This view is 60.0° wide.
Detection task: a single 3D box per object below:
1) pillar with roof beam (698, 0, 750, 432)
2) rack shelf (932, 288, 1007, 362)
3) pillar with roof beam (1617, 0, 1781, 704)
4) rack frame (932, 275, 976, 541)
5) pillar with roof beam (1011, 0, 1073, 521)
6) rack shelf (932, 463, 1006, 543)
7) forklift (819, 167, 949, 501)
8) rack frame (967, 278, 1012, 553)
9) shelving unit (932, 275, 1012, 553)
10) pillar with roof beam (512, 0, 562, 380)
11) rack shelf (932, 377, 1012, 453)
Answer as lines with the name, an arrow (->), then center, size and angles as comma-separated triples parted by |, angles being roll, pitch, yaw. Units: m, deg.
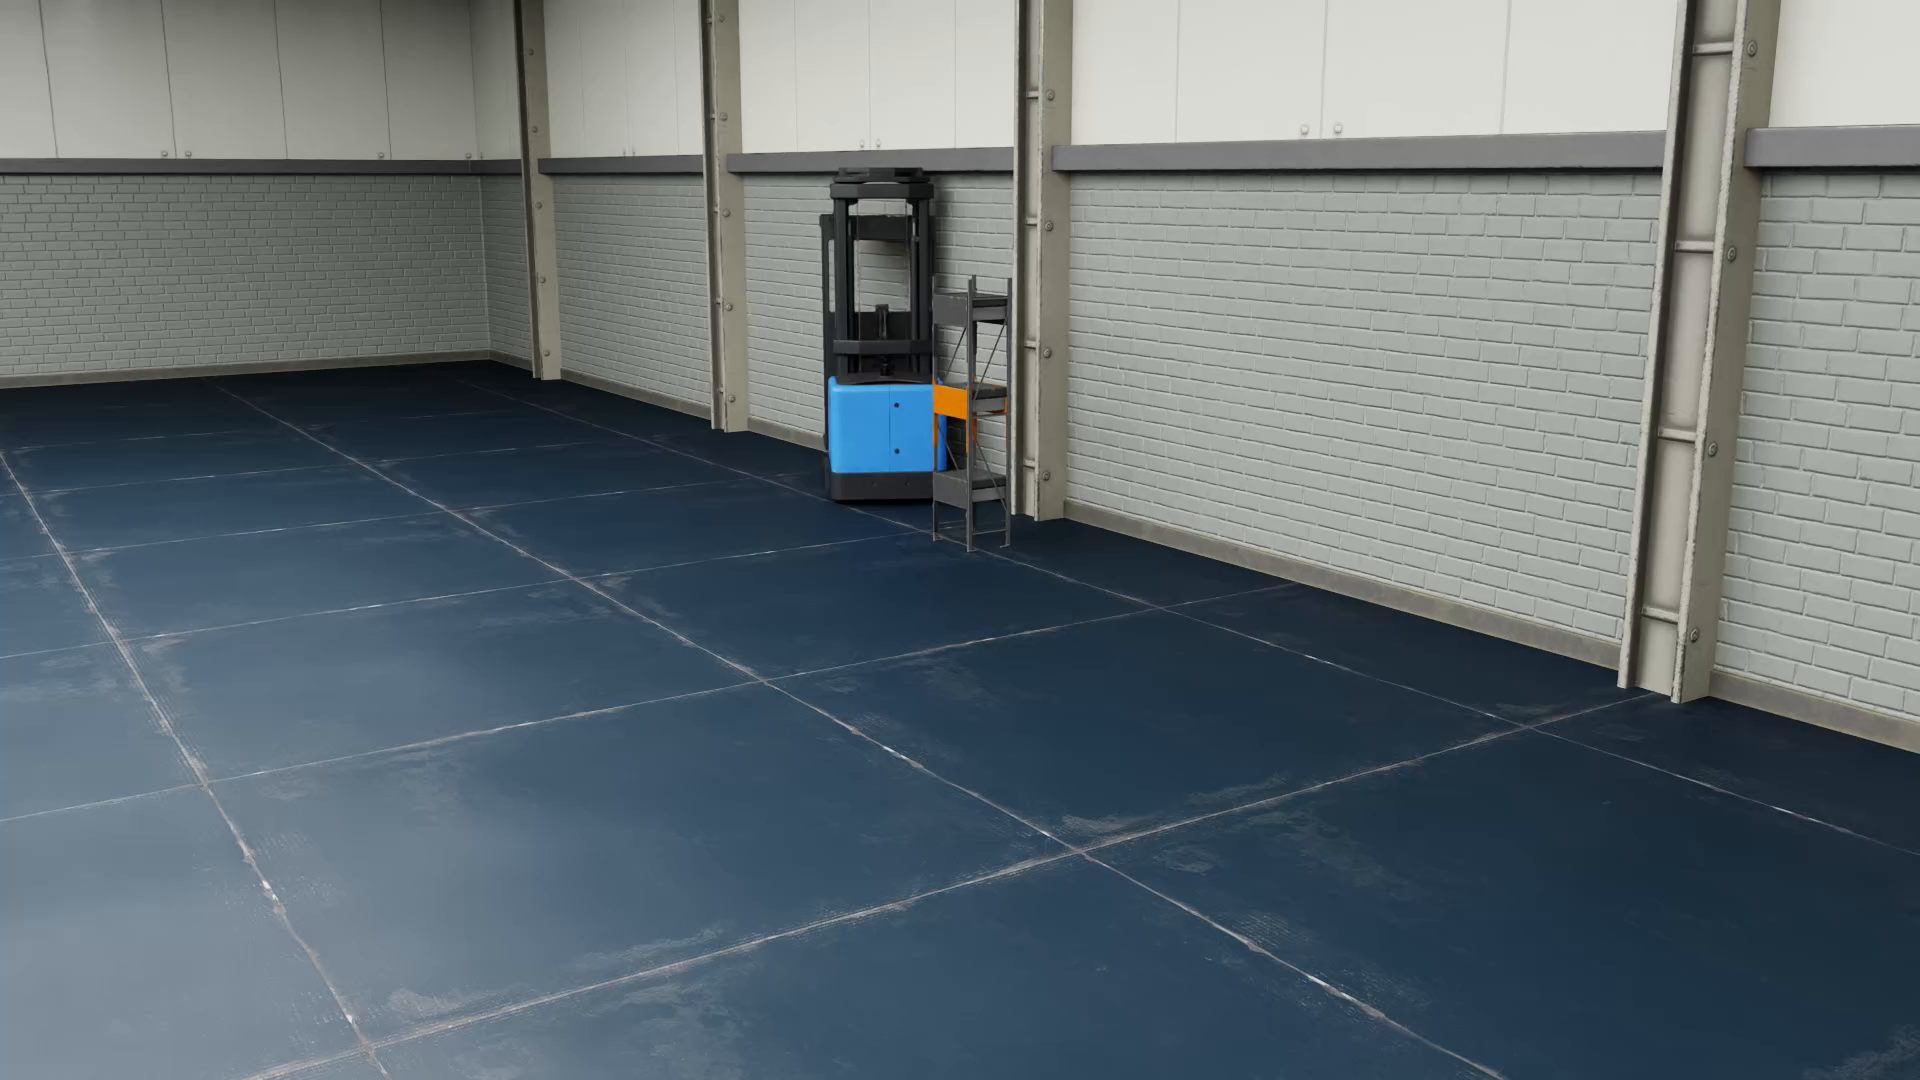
pillar with roof beam -> -6.230, -5.166, 15.923 | 9.100, 9.000, 0.400 | -8, 15, -33
rack shelf -> 0.092, -1.667, 12.856 | 0.431, 0.518, 0.480 | -8, 15, -33
pillar with roof beam -> 0.418, -3.032, 6.164 | 9.100, 9.000, 0.400 | -8, 15, -33
rack frame -> -0.043, -1.040, 13.201 | 0.400, 2.100, 0.015 | -8, 15, -33
pillar with roof beam -> -2.906, -4.099, 11.044 | 9.100, 9.000, 0.400 | -8, 15, -33
rack shelf -> 0.092, -0.299, 13.155 | 0.431, 0.518, 0.480 | -8, 15, -33
forklift -> -0.768, -2.043, 15.841 | 1.130, 2.935, 3.031 | -1, 12, -6
rack frame -> 0.227, -0.953, 12.804 | 0.400, 2.100, 0.015 | -8, 15, -33
shelving unit -> 0.092, -0.996, 13.003 | 0.431, 2.100, 0.503 | -8, 15, -33
pillar with roof beam -> -9.554, -6.234, 20.803 | 9.100, 9.000, 0.400 | -8, 15, -33
rack shelf -> 0.092, -0.983, 13.006 | 0.431, 0.518, 0.480 | -8, 15, -33
